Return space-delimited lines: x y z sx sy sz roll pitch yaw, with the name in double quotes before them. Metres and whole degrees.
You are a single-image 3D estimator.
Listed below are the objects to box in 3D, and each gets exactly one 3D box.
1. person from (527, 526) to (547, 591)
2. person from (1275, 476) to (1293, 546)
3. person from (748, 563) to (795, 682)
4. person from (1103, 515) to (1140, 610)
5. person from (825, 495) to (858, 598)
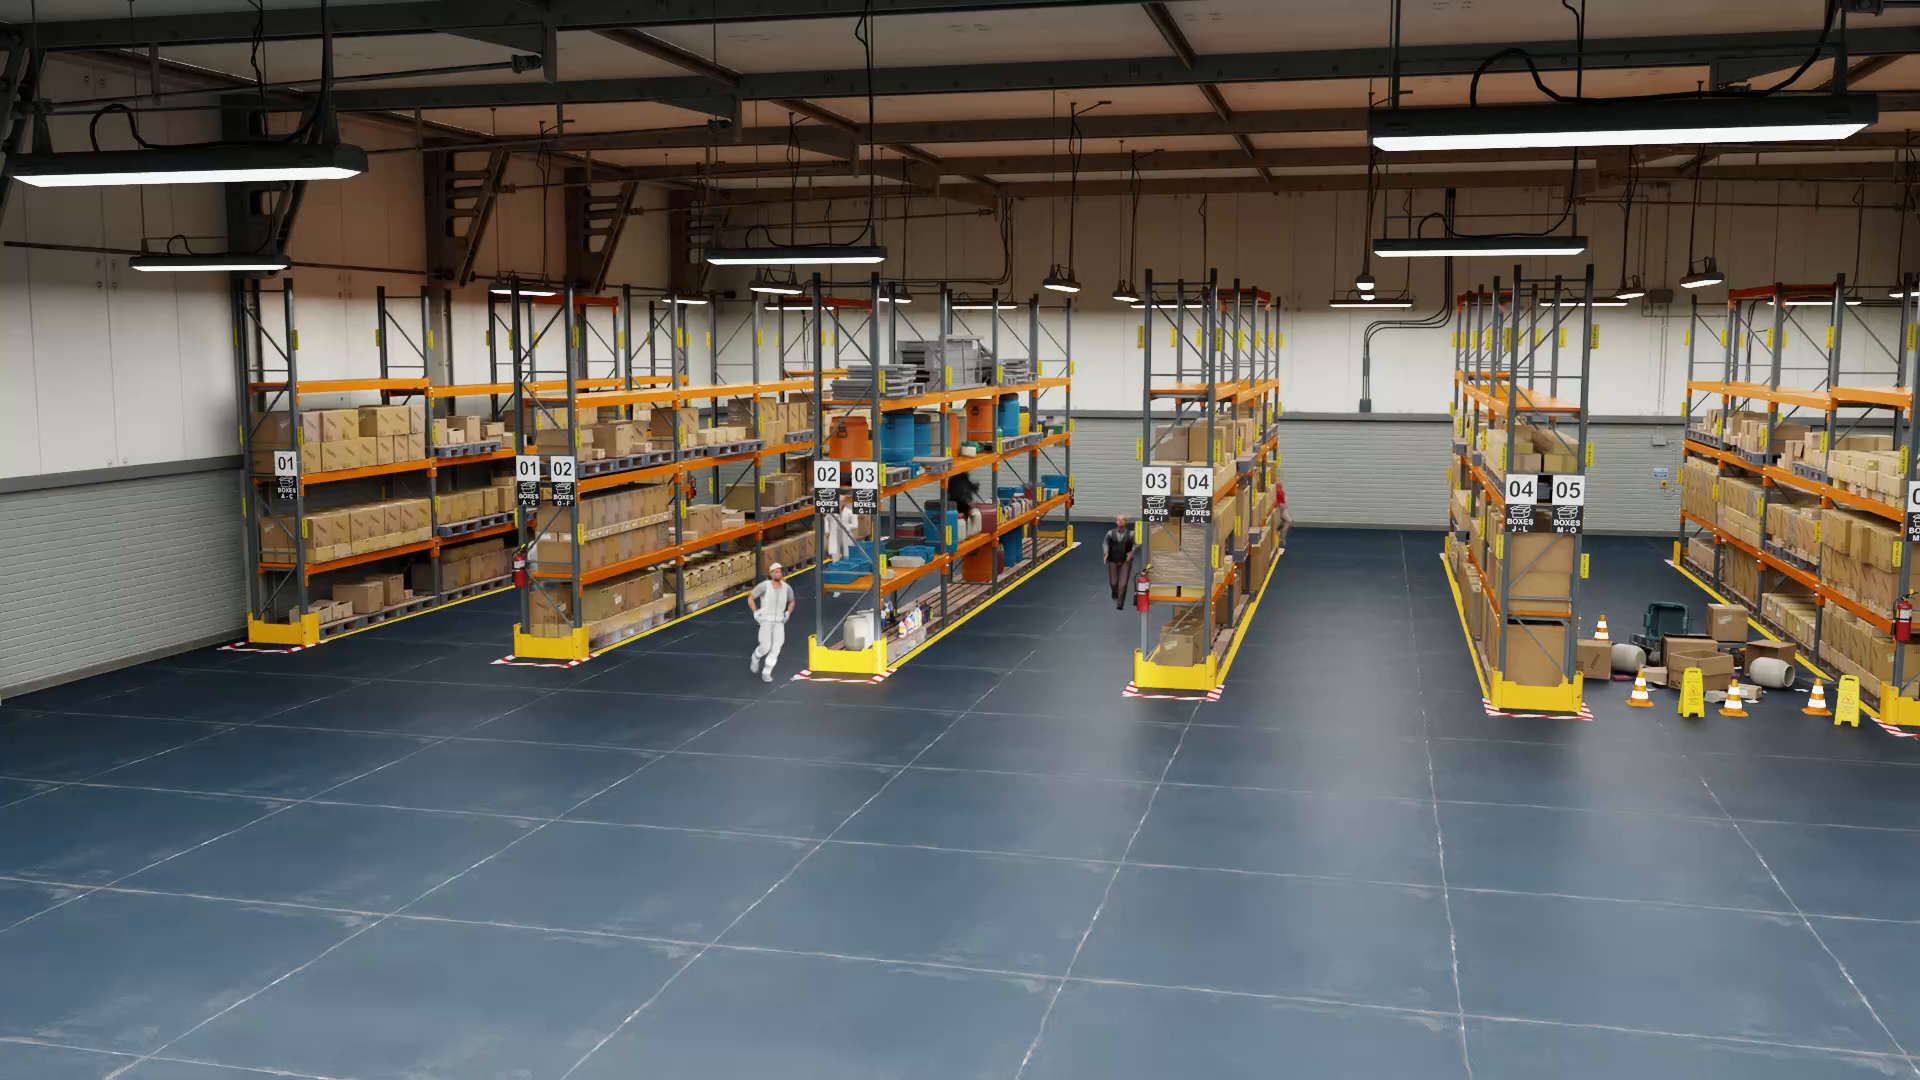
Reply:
"person" -7.493 0.579 29.653 0.617 1.667 0.958 1 7 5
"person" 7.770 -0.706 40.677 0.665 1.747 0.674 4 8 30
"person" -2.775 1.198 24.652 0.709 1.735 0.564 -4 8 -27
"person" 2.815 0.396 29.127 0.672 1.678 0.573 1 7 11
"person" -2.231 0.099 31.248 0.666 1.894 0.894 0 7 2
